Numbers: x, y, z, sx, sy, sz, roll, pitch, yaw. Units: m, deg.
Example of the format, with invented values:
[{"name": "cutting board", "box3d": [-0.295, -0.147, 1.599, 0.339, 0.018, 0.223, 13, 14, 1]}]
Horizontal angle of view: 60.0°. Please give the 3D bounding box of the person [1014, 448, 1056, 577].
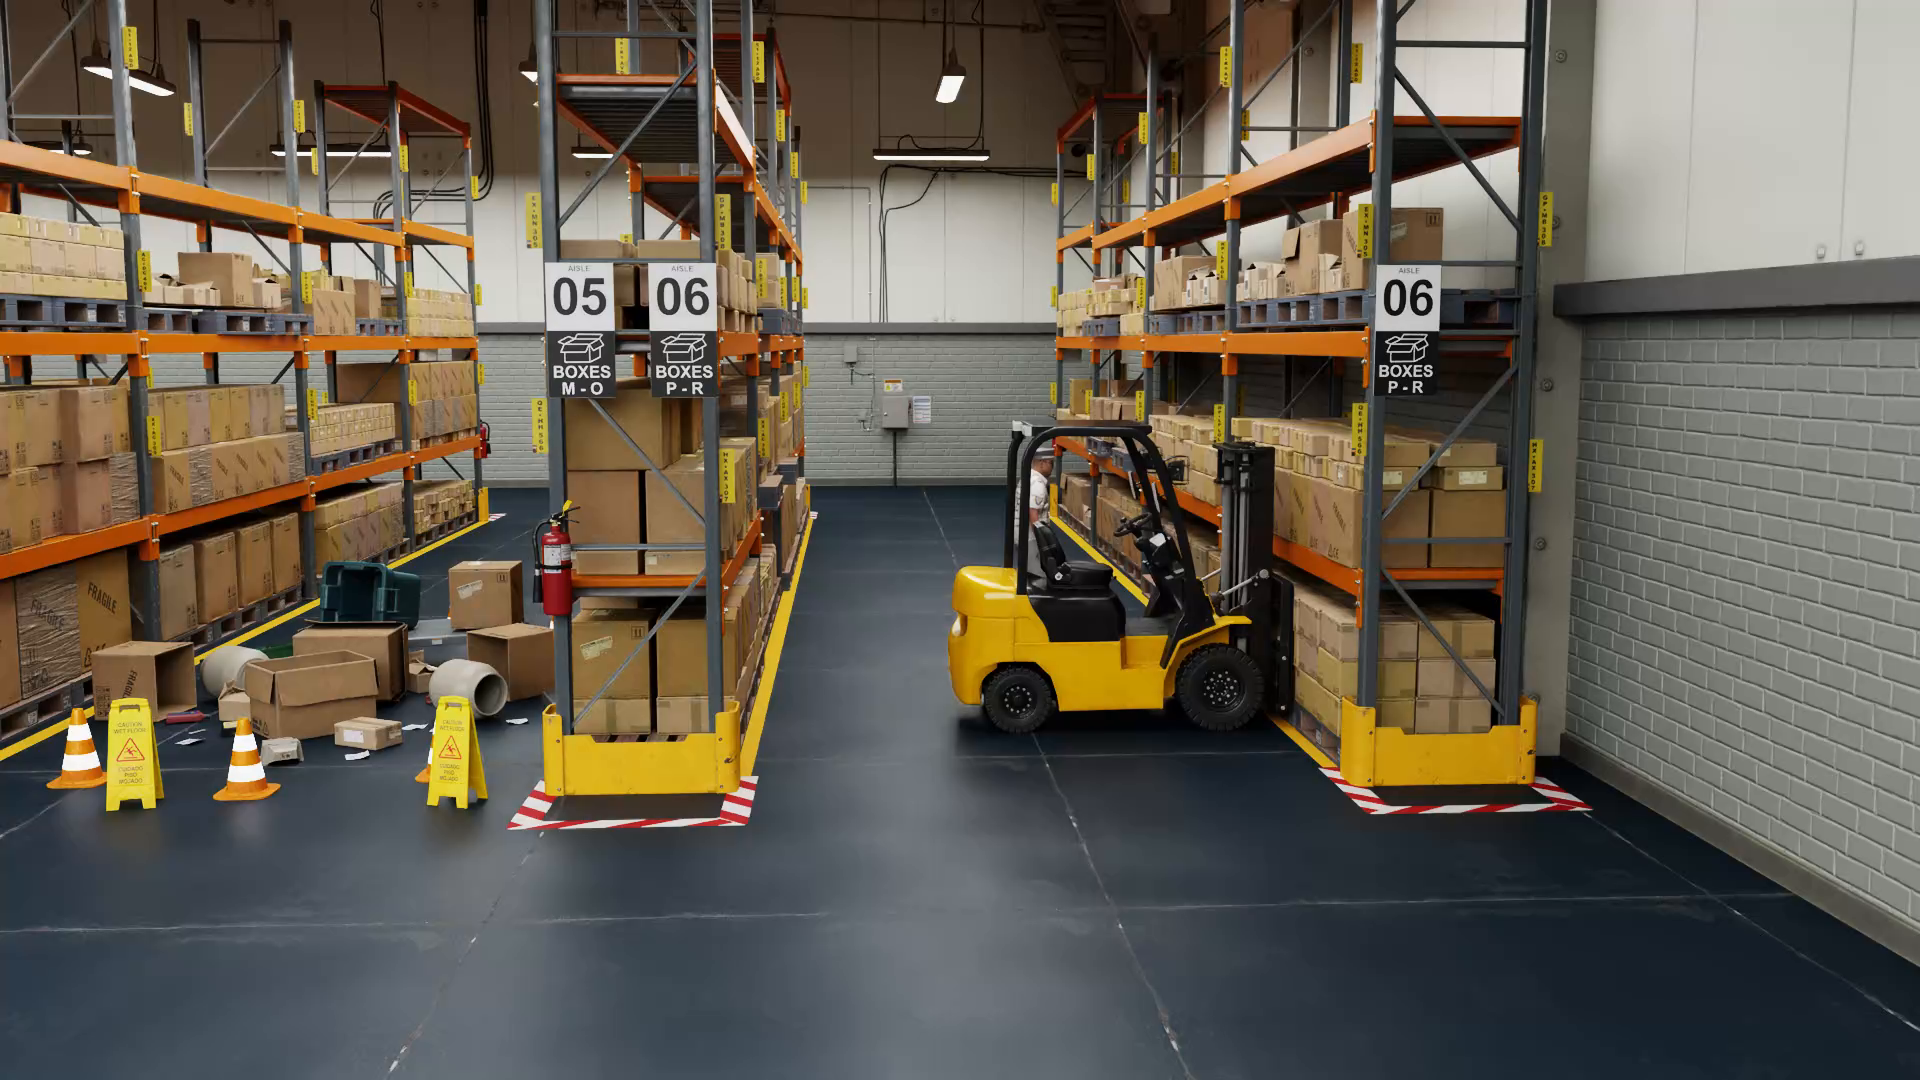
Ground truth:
[{"name": "person", "box3d": [0.692, 0.006, 15.659, 0.438, 1.748, 0.587, 0, 7, -3]}]
